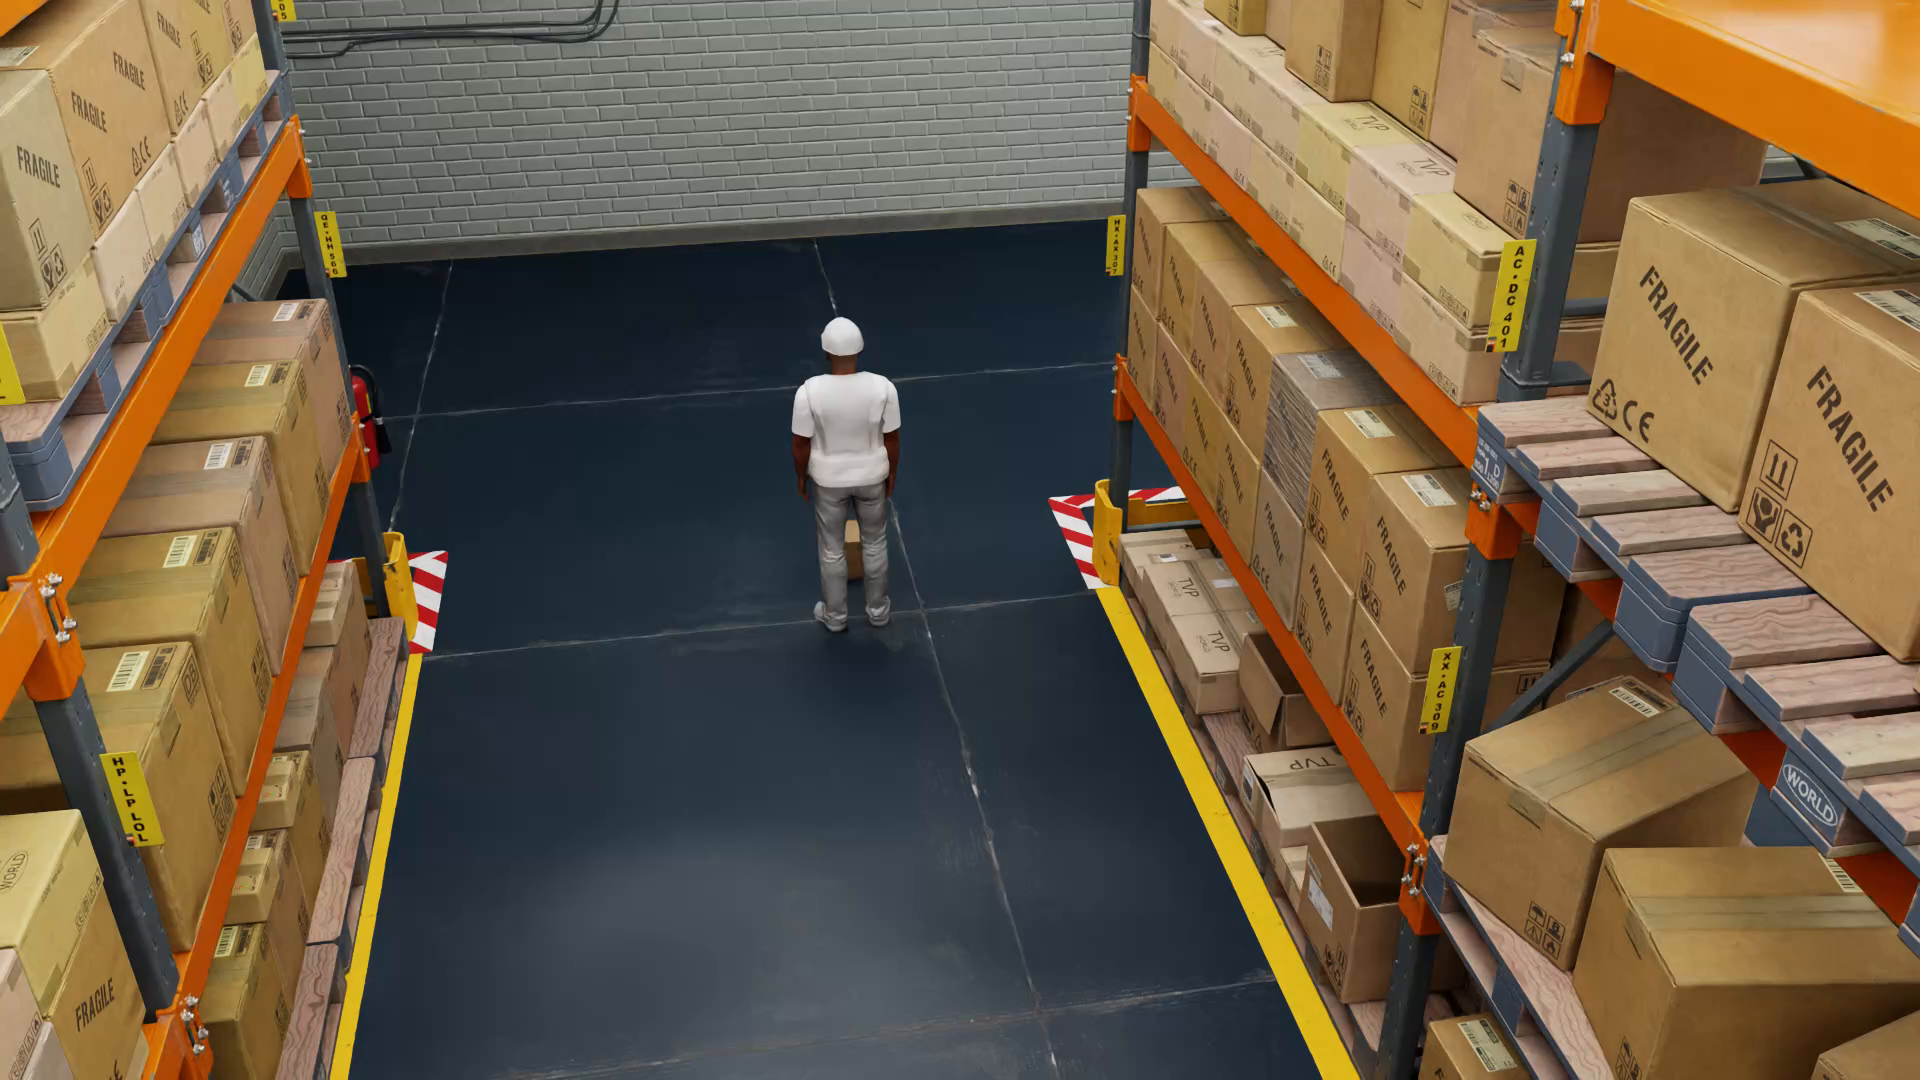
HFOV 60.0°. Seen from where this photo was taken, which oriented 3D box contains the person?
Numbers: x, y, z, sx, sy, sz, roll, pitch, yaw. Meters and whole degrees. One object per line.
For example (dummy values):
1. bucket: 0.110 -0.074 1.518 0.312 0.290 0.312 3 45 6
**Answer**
1. person: -0.590 -0.332 8.694 0.563 1.777 0.354 -4 31 -8
